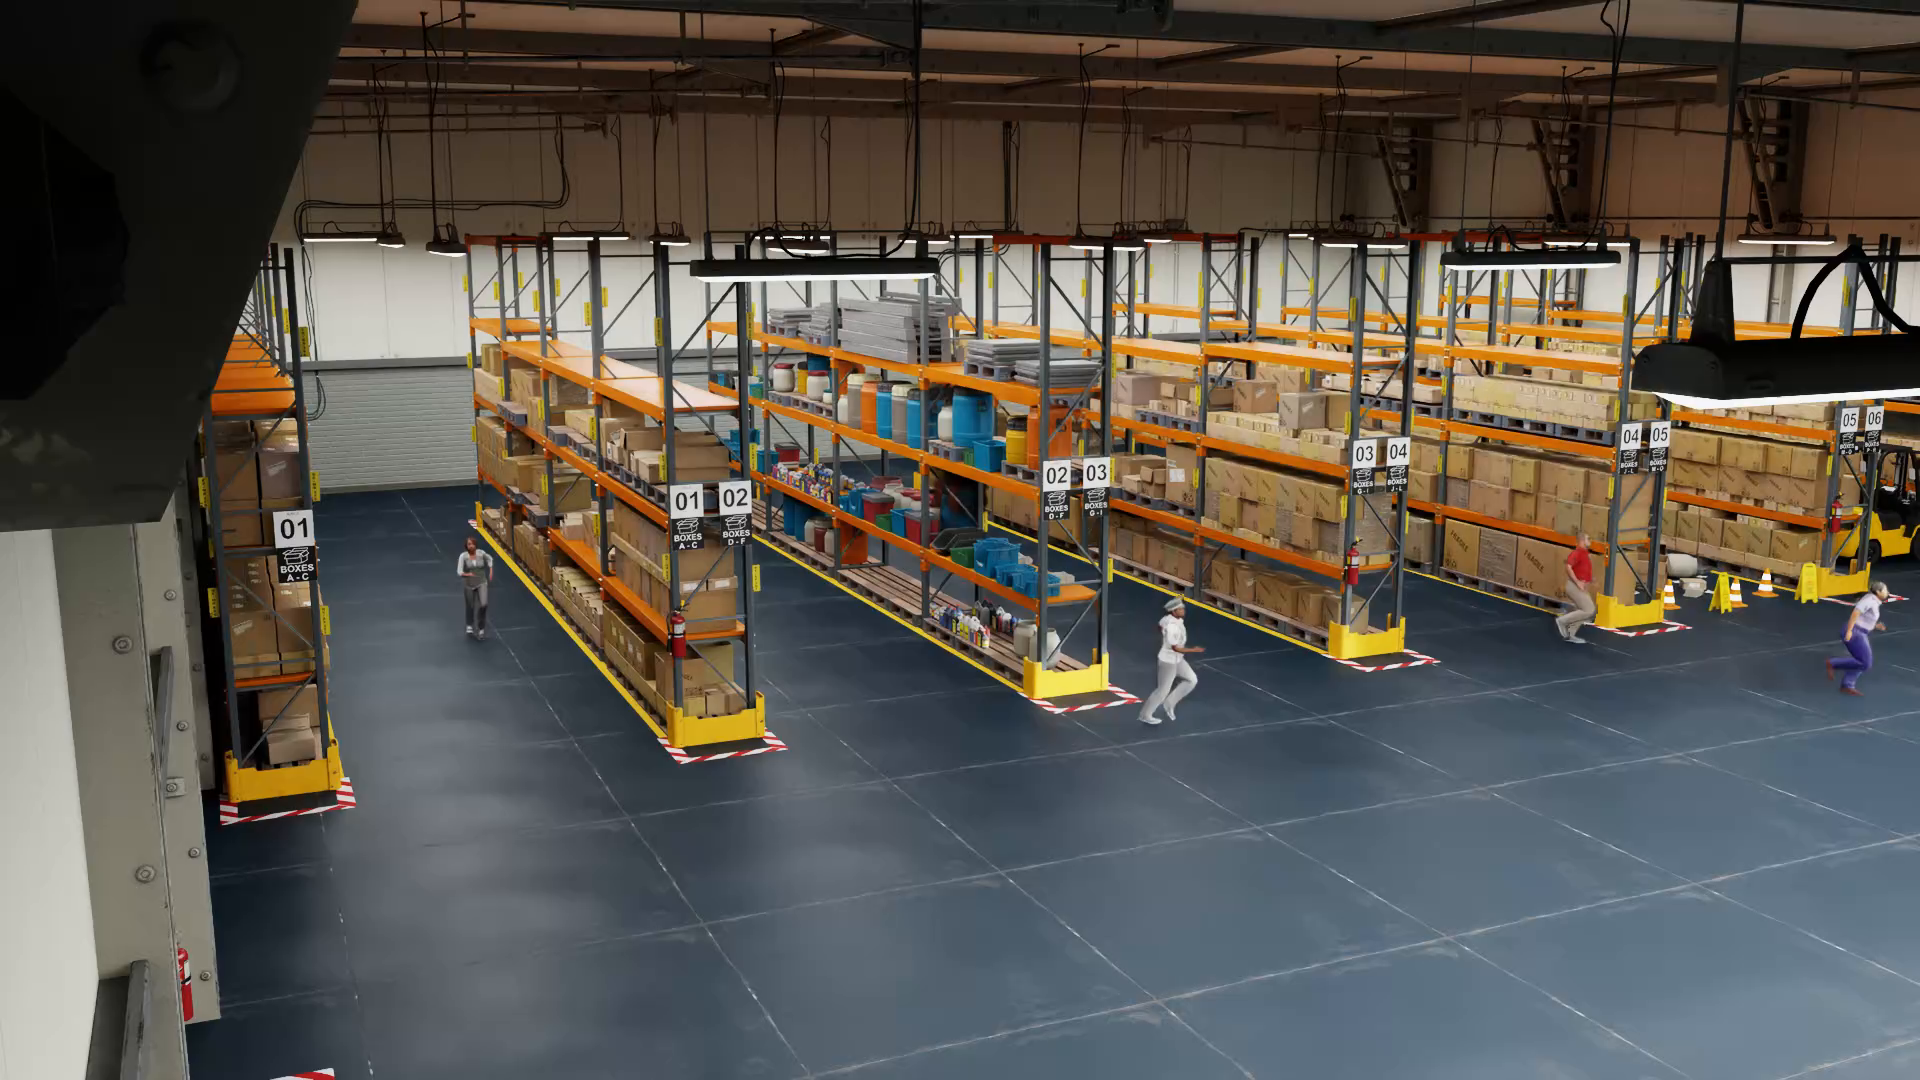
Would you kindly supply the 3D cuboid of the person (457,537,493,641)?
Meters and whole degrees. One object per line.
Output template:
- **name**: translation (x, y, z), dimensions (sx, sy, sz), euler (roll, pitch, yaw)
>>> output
- **person**: translation (-7.333, 0.720, 25.196), dimensions (0.543, 1.589, 0.813), euler (-4, 12, -20)

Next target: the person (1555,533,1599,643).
- **person**: translation (9.347, 0.712, 25.131), dimensions (0.562, 1.662, 0.667), euler (5, 12, 25)

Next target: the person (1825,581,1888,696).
- **person**: translation (12.041, 1.312, 22.352), dimensions (0.699, 1.585, 0.597), euler (4, 12, 19)

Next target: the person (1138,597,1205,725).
- **person**: translation (2.681, 1.502, 20.928), dimensions (0.811, 1.652, 0.589), euler (3, 11, 16)

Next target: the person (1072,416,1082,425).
- **person**: translation (2.773, -2.314, 40.637), dimensions (0.666, 1.691, 0.601), euler (2, 11, 8)
